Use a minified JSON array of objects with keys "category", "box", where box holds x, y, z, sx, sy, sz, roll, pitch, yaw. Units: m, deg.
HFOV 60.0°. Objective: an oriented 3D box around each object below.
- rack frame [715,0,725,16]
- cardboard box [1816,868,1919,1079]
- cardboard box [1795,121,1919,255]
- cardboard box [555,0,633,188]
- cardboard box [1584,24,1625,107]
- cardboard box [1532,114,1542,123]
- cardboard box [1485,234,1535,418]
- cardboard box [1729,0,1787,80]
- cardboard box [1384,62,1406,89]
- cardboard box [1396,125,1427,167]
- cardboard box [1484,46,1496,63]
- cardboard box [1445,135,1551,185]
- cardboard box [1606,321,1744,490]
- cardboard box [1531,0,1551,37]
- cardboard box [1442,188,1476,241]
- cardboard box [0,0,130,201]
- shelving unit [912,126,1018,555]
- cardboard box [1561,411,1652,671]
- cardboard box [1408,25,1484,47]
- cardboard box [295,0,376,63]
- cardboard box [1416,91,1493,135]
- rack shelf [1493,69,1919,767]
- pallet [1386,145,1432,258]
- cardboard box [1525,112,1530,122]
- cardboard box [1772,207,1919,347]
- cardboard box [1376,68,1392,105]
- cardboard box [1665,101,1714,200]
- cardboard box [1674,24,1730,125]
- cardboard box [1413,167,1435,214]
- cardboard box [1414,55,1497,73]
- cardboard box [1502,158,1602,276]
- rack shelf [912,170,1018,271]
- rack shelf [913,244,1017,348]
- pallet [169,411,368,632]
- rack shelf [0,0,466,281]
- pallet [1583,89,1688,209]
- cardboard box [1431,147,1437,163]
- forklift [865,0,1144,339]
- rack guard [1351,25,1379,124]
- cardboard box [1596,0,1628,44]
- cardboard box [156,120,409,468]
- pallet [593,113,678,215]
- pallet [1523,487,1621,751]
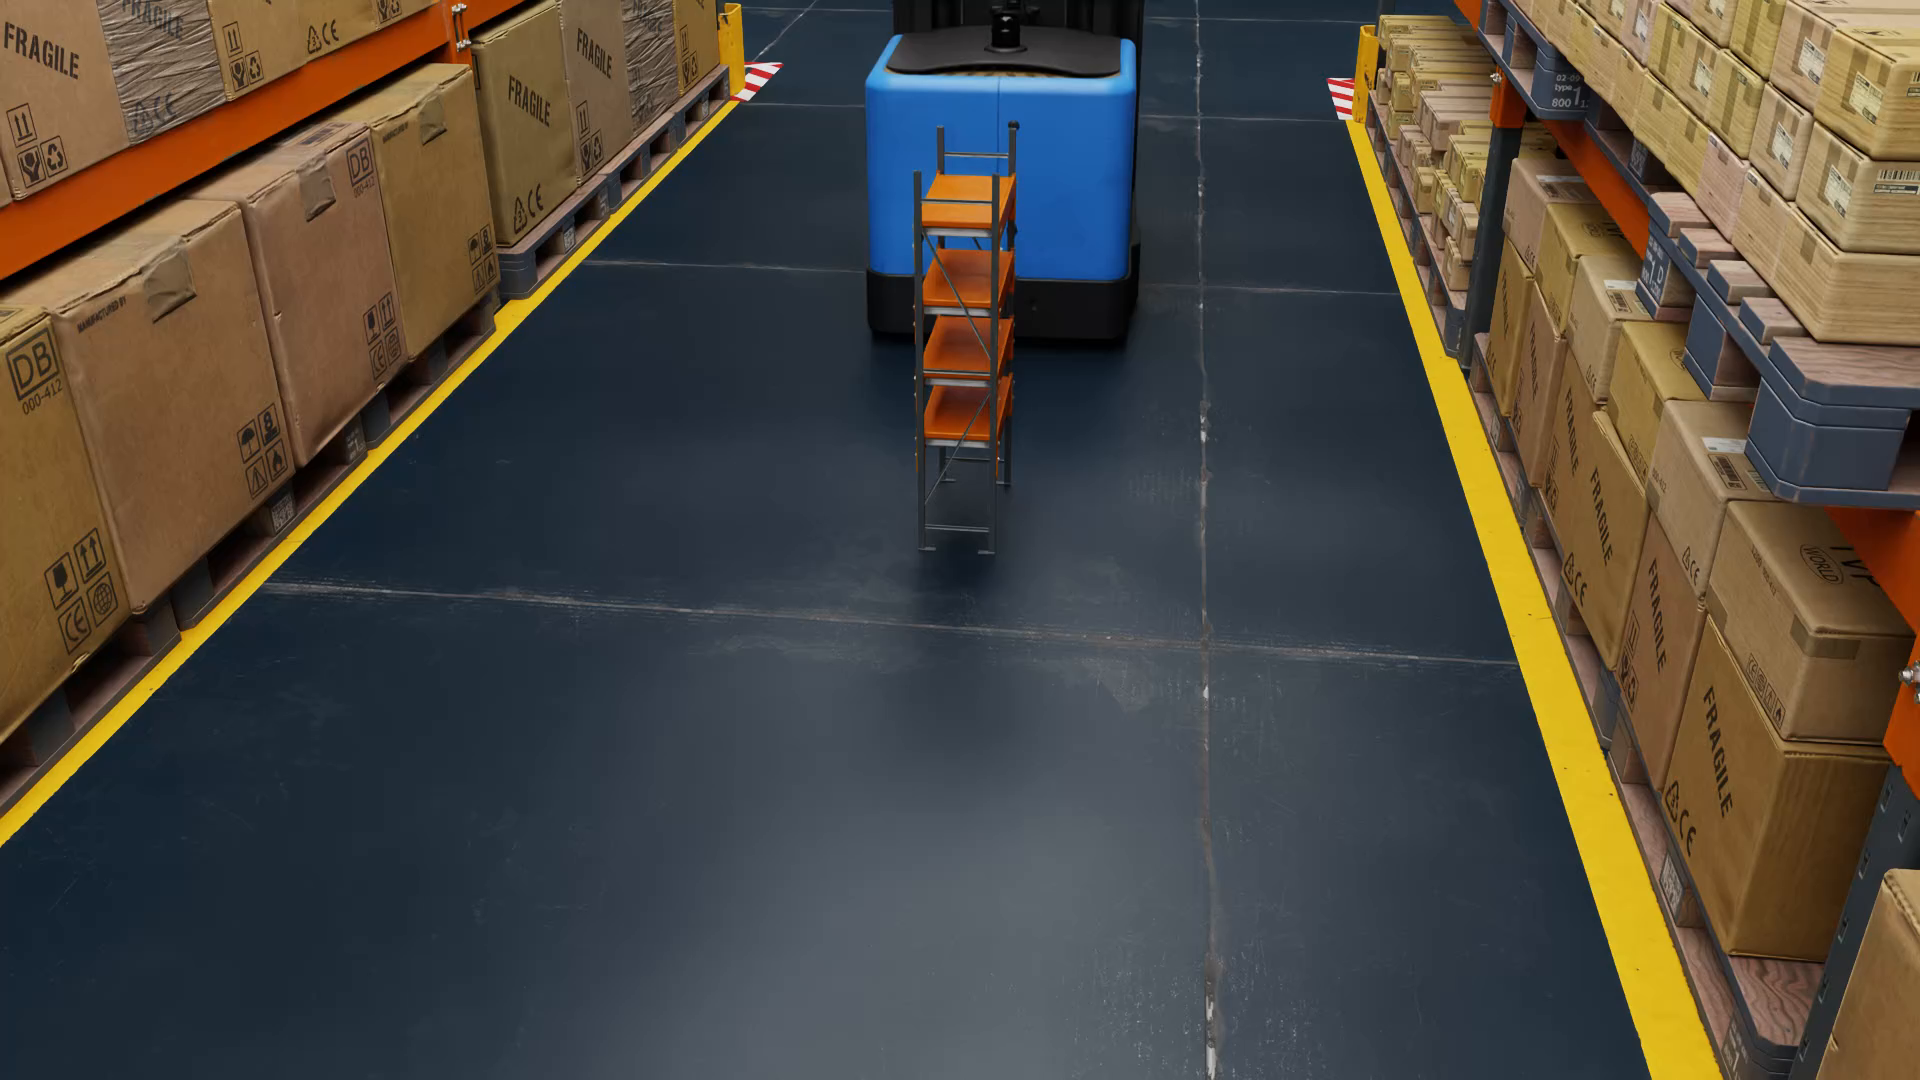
[{"category":"rack frame","box":[-1.968,-4.194,9.872,1.000,3.000,0.127,3,28,6]},{"category":"cardboard box","box":[1.798,0.995,2.170,1.050,0.750,0.750,3,28,6]},{"category":"cardboard box","box":[1.571,-0.556,2.628,0.380,0.149,0.250,4,29,7]},{"category":"cardboard box","box":[-2.188,-2.290,8.135,0.875,0.875,0.875,3,28,6]},{"category":"cardboard box","box":[1.759,-1.157,4.057,0.380,0.149,0.250,2,28,4]},{"category":"cardboard box","box":[2.848,-1.937,7.619,0.380,0.149,0.250,2,28,4]},{"category":"cardboard box","box":[2.098,-0.727,5.629,0.500,0.500,0.500,4,29,8]},{"category":"cardboard box","box":[1.632,-0.927,3.003,0.380,0.149,0.250,4,29,8]},{"category":"cardboard box","box":[2.534,-2.561,9.091,0.380,0.149,0.250,3,28,6]},{"category":"cardboard box","box":[2.392,-1.963,8.293,0.380,0.149,0.250,2,28,4]},{"category":"cardboard box","box":[3.041,-2.671,8.980,0.380,0.149,0.250,4,29,7]},{"category":"cardboard box","box":[2.253,-1.589,6.973,0.380,0.149,0.250,3,28,6]},{"category":"cardboard box","box":[1.915,-0.320,4.084,0.500,0.250,0.500,4,29,7]},{"category":"cardboard box","box":[1.853,-1.524,4.739,0.380,0.149,0.250,4,29,7]},{"category":"cardboard box","box":[2.196,-1.331,6.806,0.380,0.149,0.250,2,28,4]},{"category":"cardboard box","box":[-2.498,-1.169,4.152,0.500,0.500,0.500,3,28,5]},{"category":"shelving unit","box":[0.020,-0.606,5.110,0.258,1.200,0.503,3,28,6]},{"category":"cardboard box","box":[1.899,0.005,4.272,0.500,0.500,0.500,2,28,4]},{"category":"cardboard box","box":[2.626,-2.686,9.009,0.380,0.149,0.250,4,29,7]},{"category":"cardboard box","box":[-2.312,-1.886,5.483,0.500,0.500,0.500,4,29,8]},{"category":"cardboard box","box":[2.324,-1.967,7.675,0.380,0.149,0.250,2,28,4]},{"category":"rack shelf","box":[2.207,-0.717,4.176,1.077,0.370,4.000,3,28,6]},{"category":"pallet","box":[2.646,-1.641,8.074,1.003,0.211,1.213,3,28,6]},{"category":"cardboard box","box":[3.048,-2.164,8.354,0.380,0.149,0.250,4,29,7]},{"category":"cardboard box","box":[1.566,-0.425,2.699,0.380,0.149,0.250,4,29,7]},{"category":"cardboard box","box":[2.560,-2.560,9.401,0.380,0.149,0.250,4,29,7]},{"category":"cardboard box","box":[1.664,-0.780,3.358,0.380,0.149,0.250,3,28,6]},{"category":"cardboard box","box":[1.662,-0.924,3.311,0.380,0.149,0.250,3,29,6]},{"category":"cardboard box","box":[2.289,-1.596,7.614,0.380,0.149,0.250,3,28,6]},{"category":"cardboard box","box":[2.477,-2.323,8.335,0.380,0.149,0.250,4,29,8]},{"category":"cardboard box","box":[2.099,-1.057,5.451,0.500,0.250,0.500,2,28,4]},{"category":"rack shelf","box":[0.020,-0.952,4.924,0.258,0.148,0.480,3,28,6]},{"category":"rack shelf","box":[0.020,-0.744,5.036,0.258,0.148,0.480,3,28,6]},{"category":"pallet","box":[-2.625,-0.140,5.287,1.003,0.211,1.213,3,28,6]},{"category":"rack shelf","box":[-2.703,-1.053,4.800,1.077,0.370,4.000,3,28,6]},{"category":"pallet","box":[2.164,-0.942,4.038,1.003,0.211,1.213,3,28,6]},{"category":"cardboard box","box":[2.404,-1.816,7.708,0.380,0.149,0.250,2,28,4]},{"category":"forklift","box":[0.276,-2.752,7.267,1.130,2.935,3.031,2,28,5]},{"category":"rack guard","box":[2.933,-2.722,9.775,1.175,0.500,0.348,3,28,6]},{"category":"cardboard box","box":[1.758,-1.285,3.981,0.380,0.149,0.250,3,28,5]},{"category":"cardboard box","box":[-2.625,-0.837,5.439,1.225,0.875,0.875,2,28,4]},{"category":"pallet","box":[-2.140,-2.012,8.763,1.003,0.211,1.213,3,28,6]},{"category":"pallet","box":[2.211,0.195,4.665,1.003,0.211,1.213,3,28,6]}]
